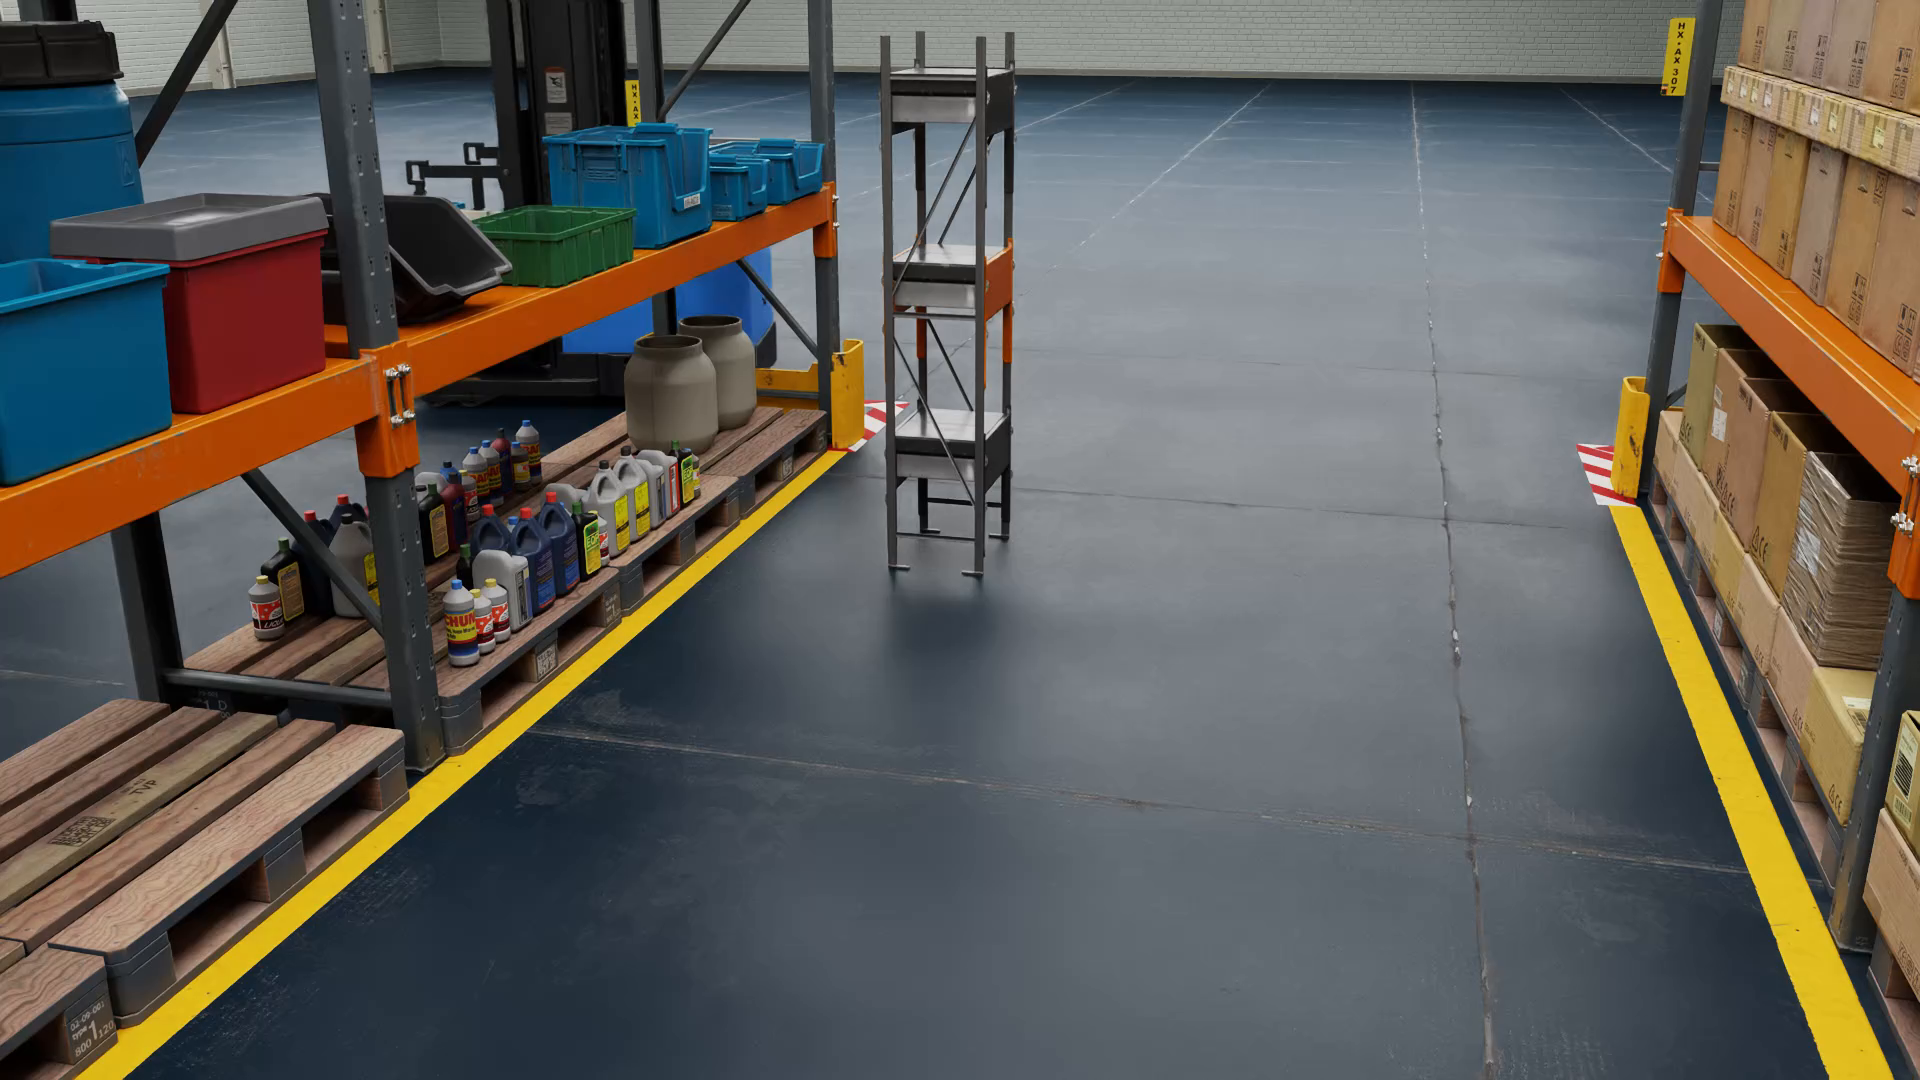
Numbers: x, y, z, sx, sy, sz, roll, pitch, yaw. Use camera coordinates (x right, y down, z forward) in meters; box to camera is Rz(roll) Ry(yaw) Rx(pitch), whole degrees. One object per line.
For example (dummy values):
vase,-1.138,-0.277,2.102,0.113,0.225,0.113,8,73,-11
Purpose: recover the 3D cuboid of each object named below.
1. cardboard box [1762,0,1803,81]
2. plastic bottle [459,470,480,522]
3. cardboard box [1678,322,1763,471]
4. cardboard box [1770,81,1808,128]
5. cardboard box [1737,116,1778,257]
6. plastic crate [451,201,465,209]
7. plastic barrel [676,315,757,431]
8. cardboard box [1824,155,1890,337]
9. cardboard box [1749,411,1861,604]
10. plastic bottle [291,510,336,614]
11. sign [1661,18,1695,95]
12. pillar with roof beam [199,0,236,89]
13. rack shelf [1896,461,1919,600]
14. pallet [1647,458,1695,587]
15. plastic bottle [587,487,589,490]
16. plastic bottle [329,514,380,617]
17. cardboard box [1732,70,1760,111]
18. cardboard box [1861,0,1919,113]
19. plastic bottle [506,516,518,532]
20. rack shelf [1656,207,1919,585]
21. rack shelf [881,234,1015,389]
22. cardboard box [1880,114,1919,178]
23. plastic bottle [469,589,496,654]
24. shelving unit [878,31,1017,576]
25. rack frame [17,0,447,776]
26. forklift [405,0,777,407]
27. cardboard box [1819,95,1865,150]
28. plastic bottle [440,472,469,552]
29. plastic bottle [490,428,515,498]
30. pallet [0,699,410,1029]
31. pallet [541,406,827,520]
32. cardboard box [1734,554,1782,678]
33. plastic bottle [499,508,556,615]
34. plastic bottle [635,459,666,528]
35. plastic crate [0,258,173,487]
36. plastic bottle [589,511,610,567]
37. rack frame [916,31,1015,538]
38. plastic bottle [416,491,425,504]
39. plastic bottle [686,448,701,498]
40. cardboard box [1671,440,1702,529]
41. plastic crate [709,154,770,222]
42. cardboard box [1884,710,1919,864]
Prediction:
cardboard box,3.413,-1.954,6.106,0.700,0.500,0.500,4,19,12
plastic bottle,-2.004,-0.183,6.730,0.097,0.201,0.097,0,19,0
cardboard box,3.209,-0.565,6.645,0.500,0.500,0.500,5,19,13
cardboard box,3.121,-1.544,5.910,0.380,0.149,0.250,4,19,12
cardboard box,3.426,-1.357,6.365,0.700,0.500,0.500,5,20,15
plastic crate,-2.097,-1.056,5.870,0.499,0.251,0.616,5,19,13
plastic barrel,-1.213,-0.821,8.151,0.421,0.512,0.421,0,19,0
cardboard box,3.050,-0.876,4.956,0.700,0.500,0.500,5,19,14
cardboard box,2.852,-0.094,5.266,0.500,0.500,0.500,5,19,13
plastic bottle,-2.226,0.062,5.782,0.144,0.351,0.185,4,19,12
sign,3.139,-2.113,7.270,0.100,0.325,0.005,5,19,13
pillar with roof beam,-11.359,-13.451,32.647,9.100,9.000,0.400,5,19,13
rack shelf,2.210,0.601,1.900,1.077,0.370,4.000,5,19,13
pallet,3.530,-0.057,7.029,1.003,0.211,1.213,5,19,13
plastic bottle,-1.436,-0.109,6.515,0.097,0.201,0.097,0,19,0
plastic bottle,-2.086,0.074,5.749,0.144,0.351,0.185,5,19,13
cardboard box,3.309,-1.785,6.615,0.380,0.149,0.250,4,19,12
cardboard box,3.046,-1.482,4.725,0.700,0.500,0.500,5,19,13
plastic bottle,-1.586,0.049,5.943,0.097,0.271,0.097,0,19,0
rack shelf,3.187,-0.653,5.570,1.077,0.370,4.000,5,19,13
rack shelf,-0.040,-0.929,6.701,0.431,0.518,0.480,5,19,13
cardboard box,2.744,-1.065,4.505,0.380,0.149,0.250,5,19,13
plastic bottle,-1.576,0.260,5.433,0.097,0.201,0.097,0,19,0
shelving unit,-0.040,-0.942,6.696,0.431,2.100,0.503,5,19,13
rack frame,-2.104,-0.758,4.767,1.000,3.000,0.127,5,19,13
forklift,-2.652,-2.308,9.411,3.031,2.935,1.130,1,19,2
cardboard box,2.931,-1.304,5.206,0.380,0.149,0.250,5,20,15
plastic bottle,-1.953,-0.110,6.390,0.061,0.283,0.133,5,19,13
plastic bottle,-1.945,-0.322,7.011,0.061,0.283,0.133,5,19,14
pallet,-2.258,0.810,4.489,1.003,0.211,1.213,5,19,13
pallet,-1.303,-0.411,8.064,1.003,0.211,1.213,5,19,13
cardboard box,2.840,0.260,5.390,0.500,0.250,0.500,5,19,13
plastic bottle,-1.504,0.067,5.769,0.144,0.351,0.185,5,20,15
plastic bottle,-1.272,-0.201,6.668,0.152,0.276,0.135,4,19,12
plastic crate,-2.072,-0.381,3.686,0.392,0.384,0.575,5,19,13
plastic bottle,-1.366,-0.009,6.221,0.097,0.201,0.097,0,19,0
rack frame,0.019,-1.018,6.920,0.400,2.100,0.015,5,19,13
plastic bottle,-2.100,-0.099,6.255,0.144,0.351,0.185,5,19,13
plastic bottle,-1.150,-0.286,7.033,0.097,0.201,0.097,0,19,0
cardboard box,3.211,-0.210,6.765,0.500,0.250,0.500,5,19,13
plastic crate,-1.123,-1.558,7.339,0.499,0.251,0.408,5,19,13
cardboard box,2.356,0.581,3.583,0.500,0.311,0.500,5,19,14
